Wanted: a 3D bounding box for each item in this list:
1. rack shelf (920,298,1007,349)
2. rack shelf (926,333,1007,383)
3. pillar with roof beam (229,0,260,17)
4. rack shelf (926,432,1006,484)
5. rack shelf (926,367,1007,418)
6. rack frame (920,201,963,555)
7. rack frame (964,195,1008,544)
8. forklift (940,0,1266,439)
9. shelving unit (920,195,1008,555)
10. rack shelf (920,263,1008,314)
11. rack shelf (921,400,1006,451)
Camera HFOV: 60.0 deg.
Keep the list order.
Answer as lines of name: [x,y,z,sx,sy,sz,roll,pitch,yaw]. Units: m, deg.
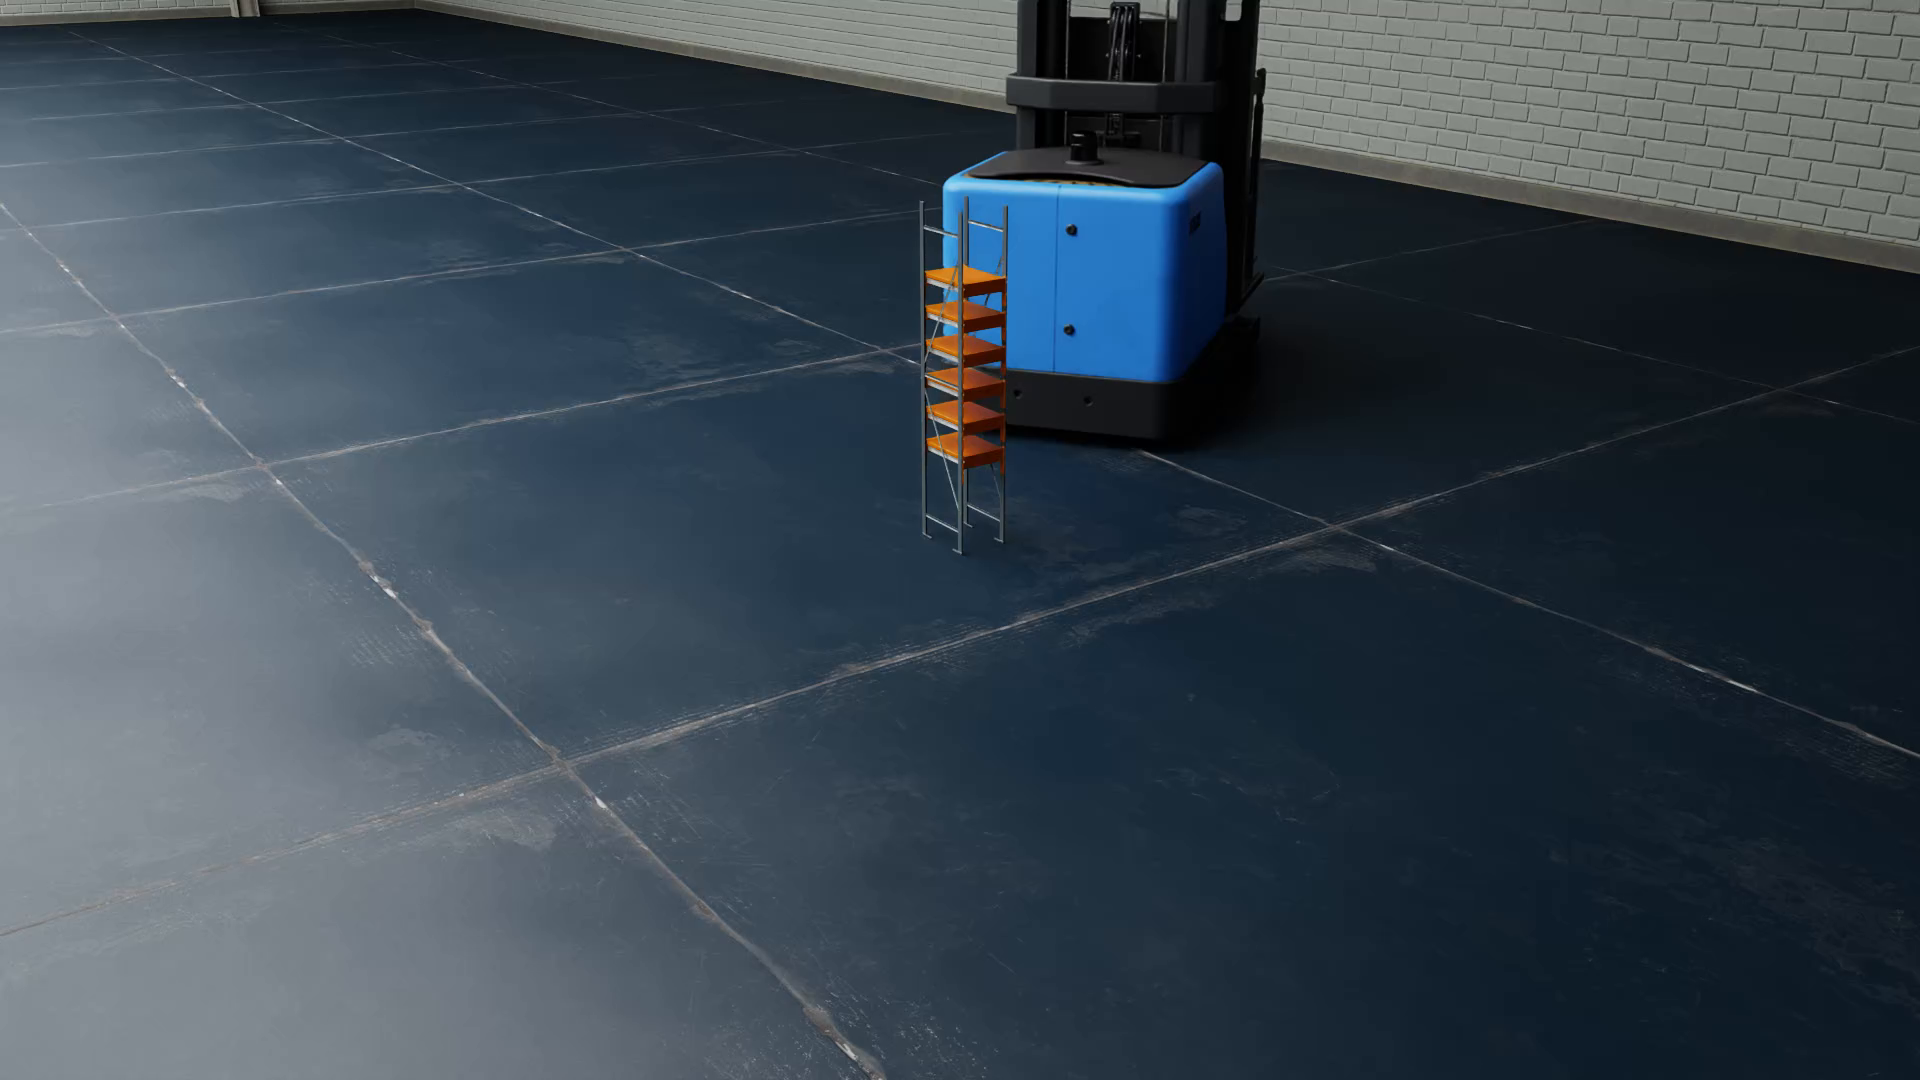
rack shelf: [0.012,-0.742,5.671,0.180,0.103,0.258,-15,26,-33]
rack shelf: [0.012,-0.631,5.716,0.180,0.103,0.258,-15,26,-33]
pillar with roof beam: [-9.637,-11.800,23.389,0.400,9.000,9.100,-15,26,-33]
rack shelf: [0.012,-0.296,5.849,0.180,0.103,0.258,-15,26,-33]
rack shelf: [0.012,-0.519,5.760,0.180,0.103,0.258,-15,26,-33]
rack frame: [-0.063,-0.541,5.694,0.006,1.200,0.240,-15,26,-33]
rack frame: [0.086,-0.580,5.794,0.006,1.200,0.240,-15,26,-33]
forklift: [0.872,-2.288,7.737,1.130,2.935,3.031,7,23,17]
shelving unit: [0.012,-0.560,5.744,0.189,1.200,0.258,-15,26,-33]
rack shelf: [0.012,-0.853,5.627,0.180,0.103,0.258,-15,26,-33]
rack shelf: [0.012,-0.408,5.805,0.180,0.103,0.258,-15,26,-33]
